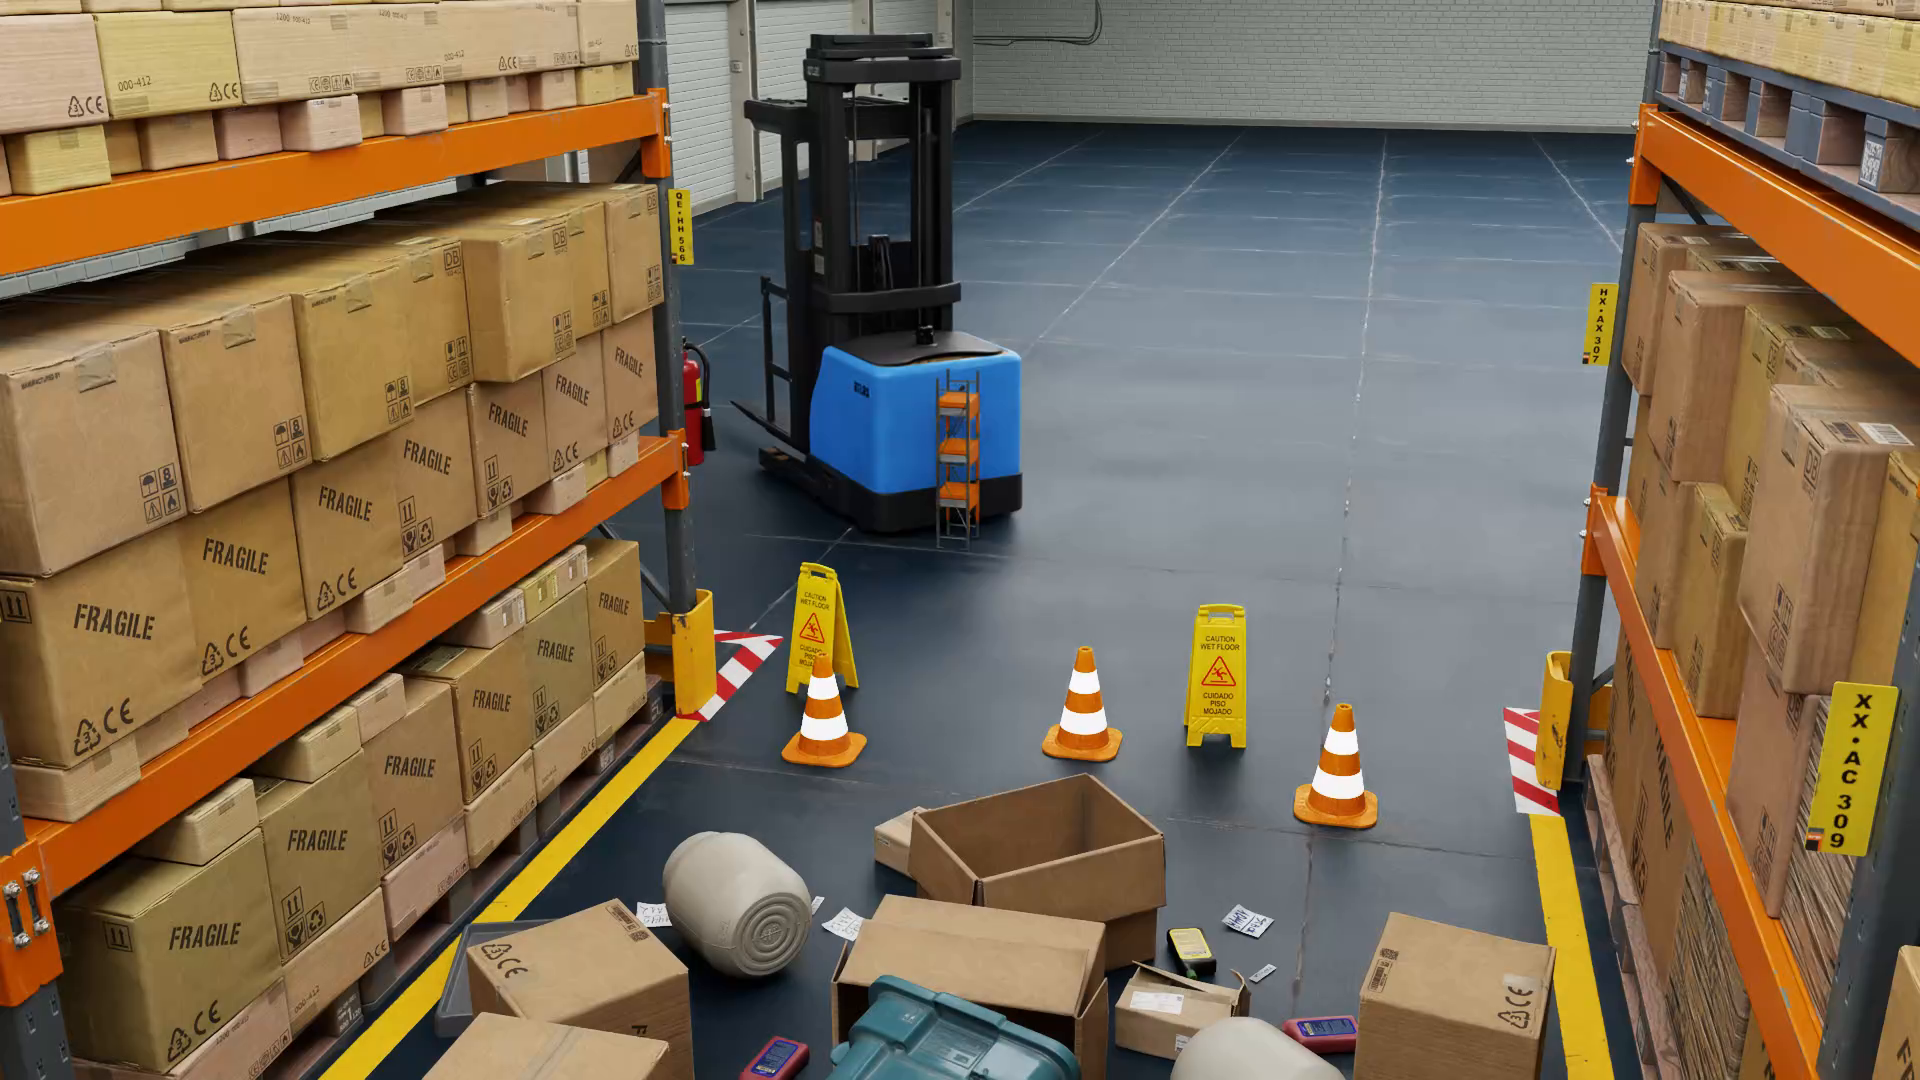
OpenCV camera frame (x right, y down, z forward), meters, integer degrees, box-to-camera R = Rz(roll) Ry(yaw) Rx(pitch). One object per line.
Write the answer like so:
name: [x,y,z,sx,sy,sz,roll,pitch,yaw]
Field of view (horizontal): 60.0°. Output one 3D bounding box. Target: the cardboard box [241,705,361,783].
cardboard box: [-2.111,0.615,5.186,0.380,0.149,0.250,5,20,15]

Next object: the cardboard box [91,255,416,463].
cardboard box: [-2.117,-0.562,5.030,0.700,0.500,0.500,4,19,12]

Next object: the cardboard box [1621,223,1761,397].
cardboard box: [2.944,-0.829,6.072,0.875,0.550,0.550,5,19,13]

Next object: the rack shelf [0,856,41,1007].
rack shelf: [-3.219,1.501,2.265,1.077,0.370,4.000,5,19,13]

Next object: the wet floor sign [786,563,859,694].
wet floor sign: [-0.669,0.419,7.962,0.267,0.644,0.232,12,22,32]

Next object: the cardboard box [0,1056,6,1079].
cardboard box: [-2.846,1.430,4.965,0.500,0.250,0.500,6,20,16]

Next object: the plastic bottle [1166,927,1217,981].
plastic bottle: [0.819,1.458,5.825,0.133,0.061,0.283,-2,19,-6]

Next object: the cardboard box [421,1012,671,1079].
cardboard box: [-0.997,1.490,3.882,0.500,0.500,0.500,5,19,13]

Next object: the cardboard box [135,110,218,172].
cardboard box: [-2.245,-1.084,4.470,0.380,0.149,0.250,5,20,15]

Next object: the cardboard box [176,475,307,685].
cardboard box: [-2.252,0.071,4.725,0.500,0.500,0.500,5,19,13]

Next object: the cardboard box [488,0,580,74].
cardboard box: [-1.754,-1.871,6.156,0.500,0.250,0.500,4,19,13]

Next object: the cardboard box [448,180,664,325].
cardboard box: [-1.666,-1.204,6.909,0.700,0.500,0.500,4,19,12]

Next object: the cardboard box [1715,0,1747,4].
cardboard box: [2.460,-1.648,4.697,0.500,0.250,0.500,5,19,13]

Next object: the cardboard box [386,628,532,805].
cardboard box: [-1.950,0.621,6.173,0.500,0.500,0.500,4,19,12]

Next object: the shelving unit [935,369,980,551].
shelving unit: [-0.013,-0.480,9.969,0.215,1.050,0.252,5,19,13]

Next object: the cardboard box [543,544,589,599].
cardboard box: [-1.720,0.113,6.657,0.380,0.149,0.250,5,20,15]

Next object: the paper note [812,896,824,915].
paper note: [-0.539,1.360,6.189,0.032,0.001,0.123,5,19,13]

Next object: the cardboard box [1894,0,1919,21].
cardboard box: [1.966,-1.017,2.851,0.500,0.250,0.500,4,19,13]

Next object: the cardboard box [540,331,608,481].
cardboard box: [-1.745,-0.560,6.570,0.500,0.500,0.500,5,19,14]

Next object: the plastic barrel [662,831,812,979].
plastic barrel: [-0.789,1.266,5.826,0.421,0.421,0.512,-13,23,-34]

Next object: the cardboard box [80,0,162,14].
cardboard box: [-2.228,-1.383,4.110,0.380,0.149,0.250,4,19,12]

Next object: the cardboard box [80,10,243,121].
cardboard box: [-2.240,-1.234,4.291,0.500,0.250,0.500,4,19,13]

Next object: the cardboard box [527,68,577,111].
cardboard box: [-1.696,-1.725,6.346,0.380,0.149,0.250,5,20,15]

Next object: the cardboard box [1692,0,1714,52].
cardboard box: [2.493,-1.587,5.138,0.380,0.149,0.250,5,19,14]

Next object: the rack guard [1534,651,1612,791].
rack guard: [3.078,0.815,7.029,1.175,0.500,0.348,5,19,13]

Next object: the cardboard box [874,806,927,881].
cardboard box: [-0.114,1.199,6.446,0.380,0.149,0.250,17,25,41]

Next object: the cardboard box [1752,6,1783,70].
cardboard box: [2.246,-1.271,4.213,0.380,0.149,0.250,5,19,13]

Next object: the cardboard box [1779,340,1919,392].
cardboard box: [2.505,-0.142,4.059,0.875,0.550,0.550,5,19,13]

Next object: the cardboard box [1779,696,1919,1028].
cardboard box: [2.173,0.706,3.249,0.875,0.550,0.550,5,19,13]

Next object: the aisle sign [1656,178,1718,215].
aisle sign: [2.798,-1.637,6.317,0.394,0.787,0.004,5,19,13]

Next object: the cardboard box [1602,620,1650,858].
cardboard box: [2.970,0.664,6.241,0.875,0.875,0.875,5,19,14]

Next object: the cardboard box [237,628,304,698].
cardboard box: [-2.201,0.336,4.953,0.380,0.149,0.250,5,20,15]

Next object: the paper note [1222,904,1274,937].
paper note: [1.053,1.390,6.075,0.144,0.017,0.142,12,22,32]

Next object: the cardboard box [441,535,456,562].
cardboard box: [-2.029,0.011,5.904,0.380,0.149,0.250,5,19,13]

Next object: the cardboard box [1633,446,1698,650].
cardboard box: [2.653,0.028,5.233,0.875,0.550,0.550,5,19,13]

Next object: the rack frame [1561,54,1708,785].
rack frame: [3.072,-0.361,6.603,1.000,3.000,0.127,5,19,13]

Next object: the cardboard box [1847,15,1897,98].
cardboard box: [1.997,-0.953,3.281,0.380,0.149,0.250,5,19,14]

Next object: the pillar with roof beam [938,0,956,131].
pillar with roof beam: [3.893,-12.866,33.932,9.100,9.000,0.400,5,19,13]

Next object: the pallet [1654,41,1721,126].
pallet: [2.901,-1.505,5.449,1.003,0.211,1.213,5,19,13]

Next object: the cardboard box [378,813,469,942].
cardboard box: [-2.077,1.138,5.819,0.500,0.250,0.500,4,19,13]

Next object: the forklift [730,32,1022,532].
forklift: [-0.742,-1.865,11.115,1.130,2.935,3.031,-10,21,-26]

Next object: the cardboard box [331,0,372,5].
cardboard box: [-2.037,-1.711,5.070,0.380,0.149,0.250,5,20,14]

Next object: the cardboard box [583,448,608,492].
cardboard box: [-1.674,-0.300,6.814,0.380,0.149,0.250,4,19,12]

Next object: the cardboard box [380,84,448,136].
cardboard box: [-1.901,-1.402,5.399,0.380,0.149,0.250,4,19,13]

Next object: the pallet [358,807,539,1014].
pallet: [-2.304,1.257,6.182,1.003,0.211,1.213,5,19,13]

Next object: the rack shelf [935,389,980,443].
rack shelf: [-0.013,-0.739,9.880,0.215,0.259,0.240,5,19,13]
